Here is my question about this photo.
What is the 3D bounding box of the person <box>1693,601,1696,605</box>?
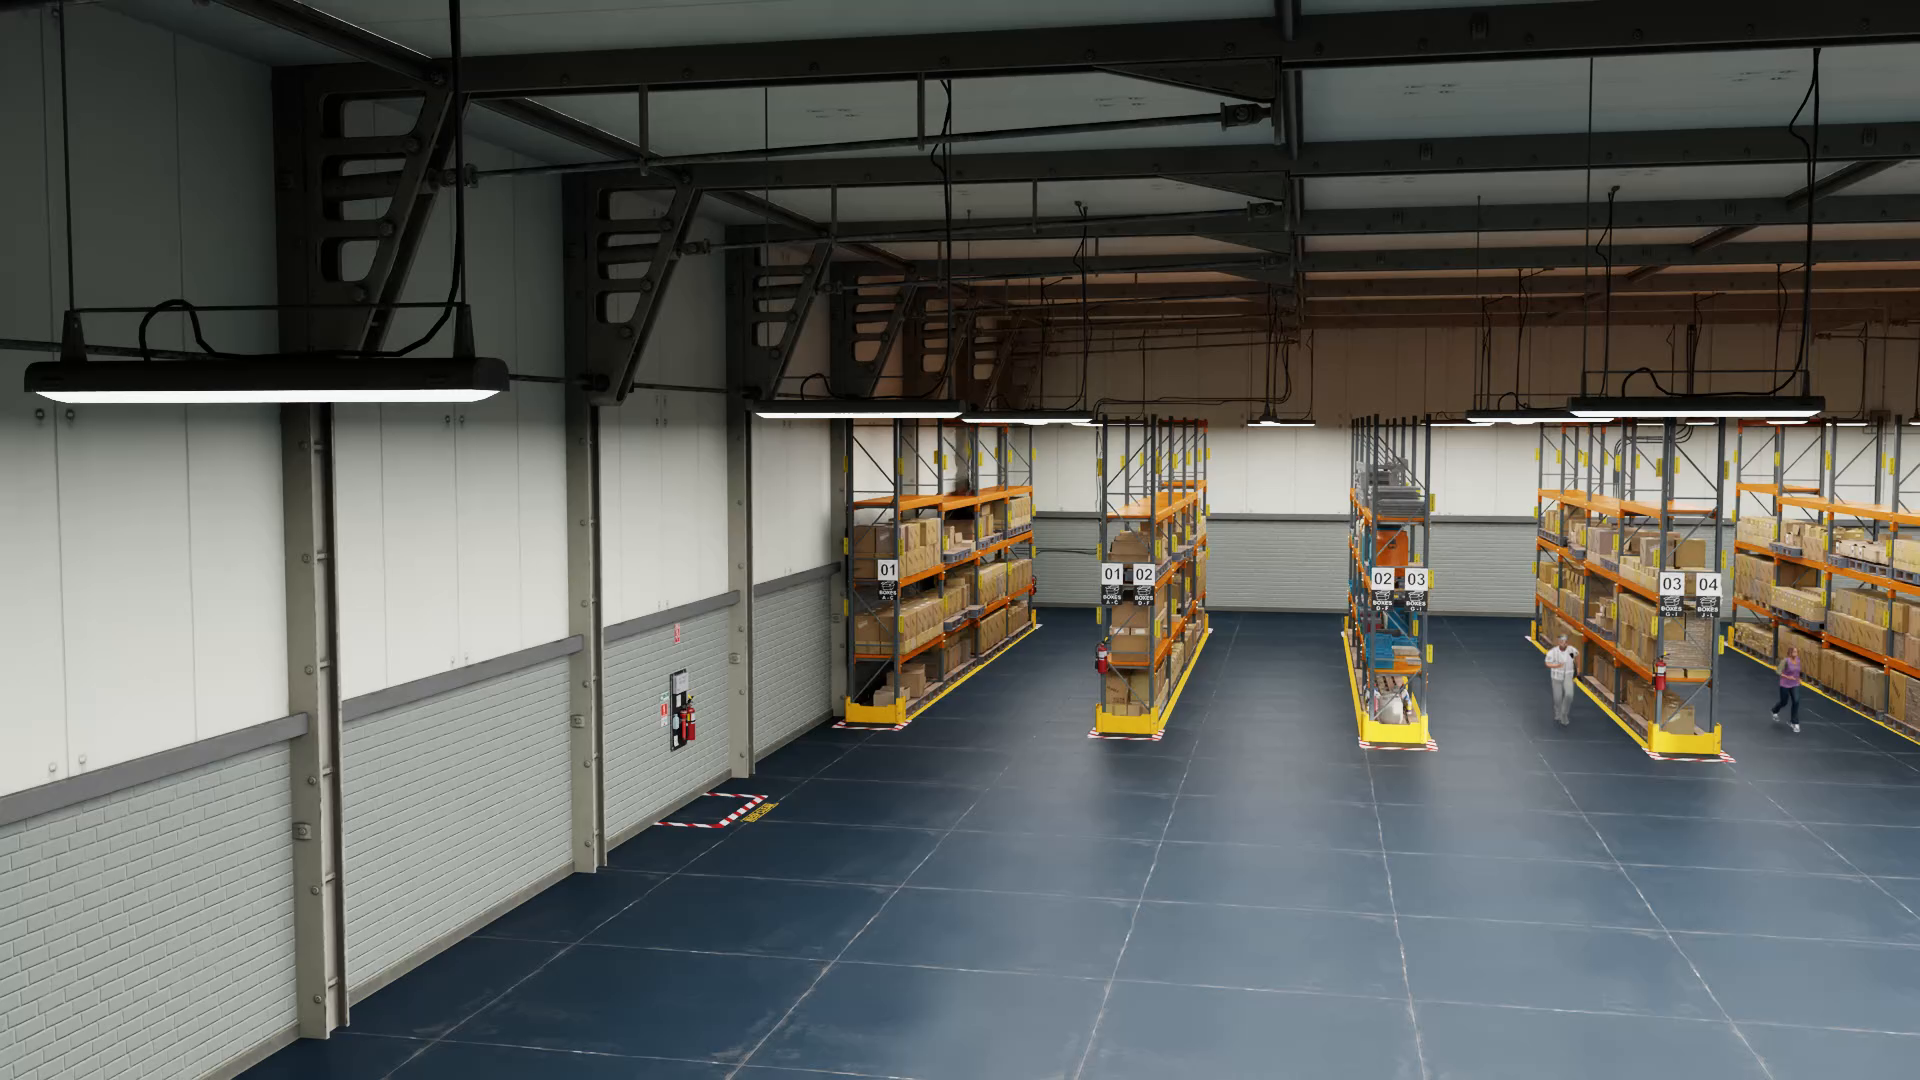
[{"bbox_3d":[19.988,1.849,44.862,0.922,1.793,0.770,-1,4,-18],"label":"person"}]

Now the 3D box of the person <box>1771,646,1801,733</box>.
[{"bbox_3d":[15.832,2.810,31.771,0.563,1.599,0.902,0,4,-6],"label":"person"}]

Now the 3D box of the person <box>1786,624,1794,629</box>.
[{"bbox_3d":[22.250,1.979,44.215,0.645,1.637,0.637,-1,4,-20],"label":"person"}]

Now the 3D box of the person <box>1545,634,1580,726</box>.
[{"bbox_3d":[11.710,2.698,32.292,0.690,1.796,0.845,1,4,11],"label":"person"}]
